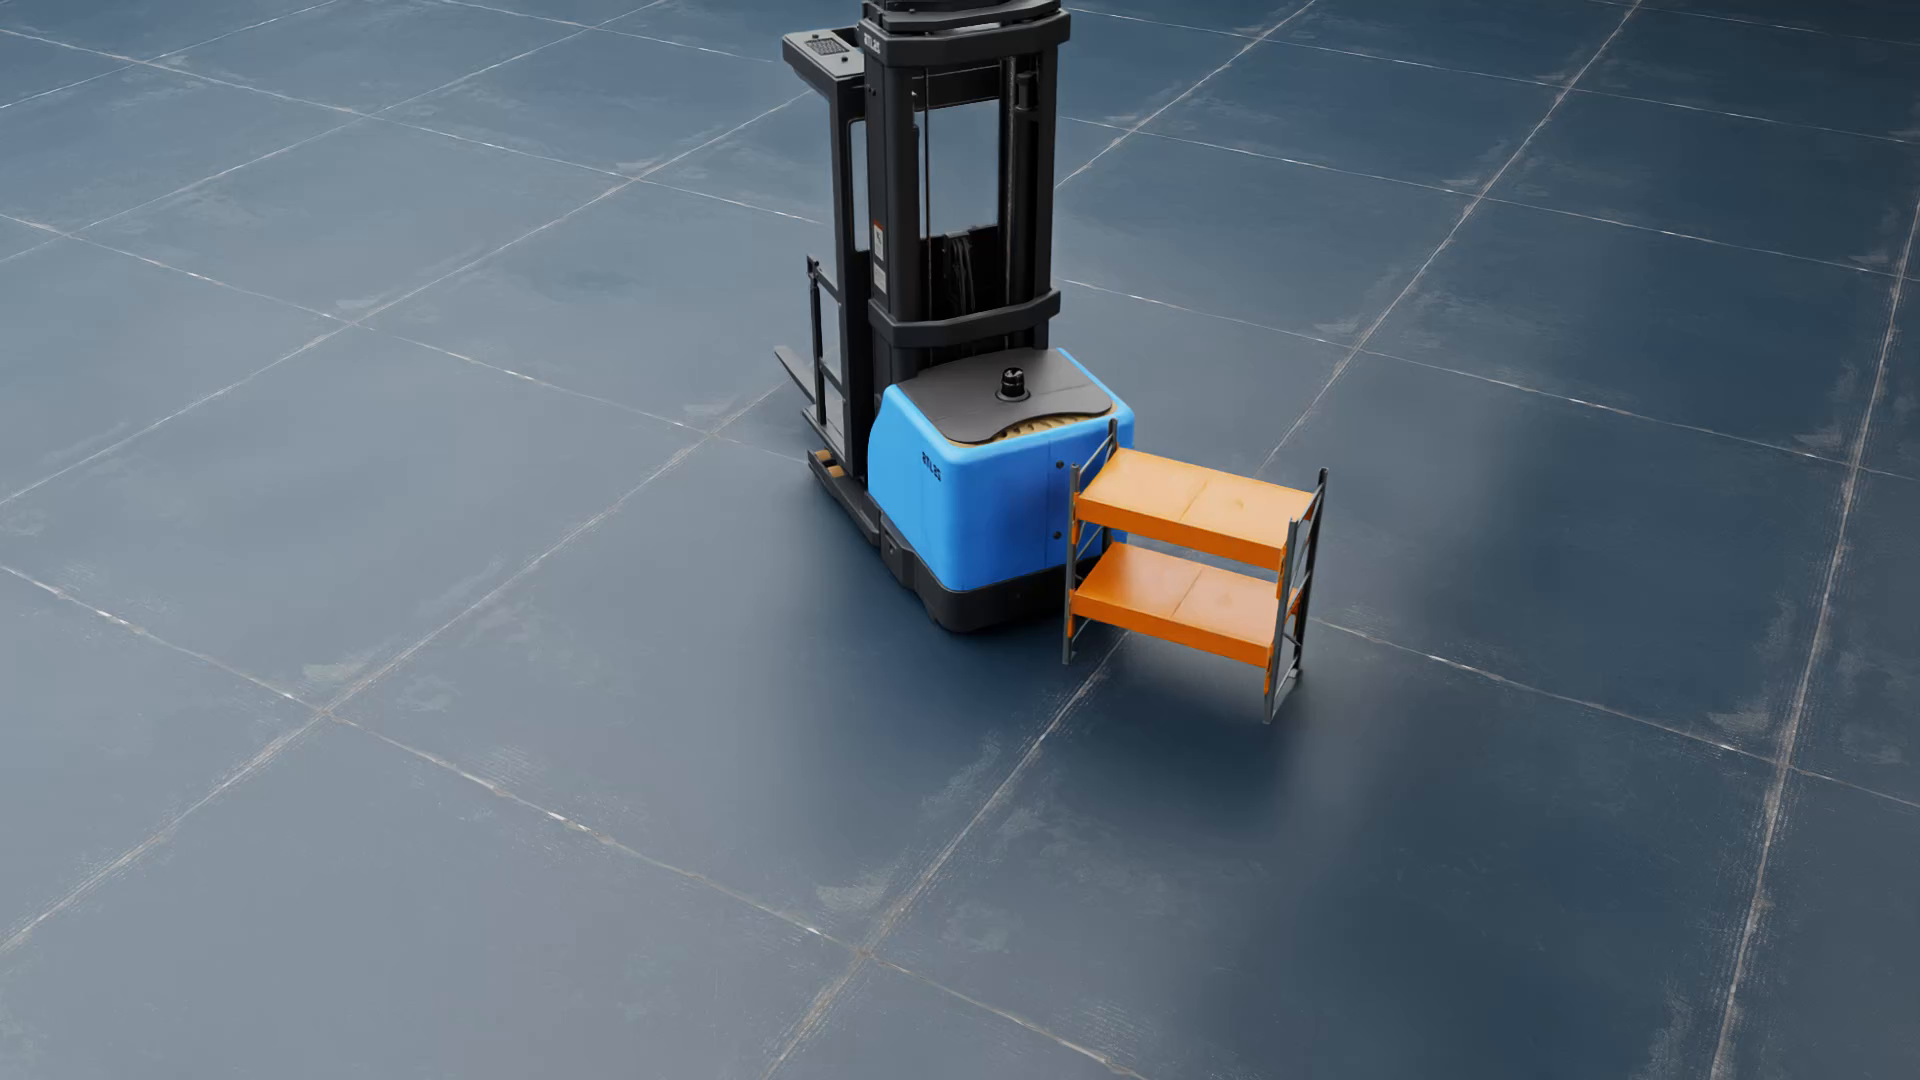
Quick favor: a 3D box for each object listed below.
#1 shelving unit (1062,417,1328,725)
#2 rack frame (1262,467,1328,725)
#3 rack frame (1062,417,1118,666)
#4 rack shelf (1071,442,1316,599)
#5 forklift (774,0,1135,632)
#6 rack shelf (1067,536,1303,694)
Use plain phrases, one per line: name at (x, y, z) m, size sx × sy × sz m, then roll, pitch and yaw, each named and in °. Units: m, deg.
shelving unit at (1.077, 0.141, 7.795) m, size 1.048 × 1.125 × 0.538 m, roll 15°, pitch 37°, yaw 22°
rack frame at (1.533, 0.266, 7.607) m, size 0.032 × 1.125 × 0.500 m, roll 15°, pitch 37°, yaw 22°
rack frame at (0.622, 0.016, 7.983) m, size 0.032 × 1.125 × 0.500 m, roll 15°, pitch 37°, yaw 22°
rack shelf at (1.077, -0.103, 7.633) m, size 1.000 × 0.278 × 0.538 m, roll 15°, pitch 37°, yaw 22°
forklift at (-0.218, -1.568, 8.731) m, size 1.130 × 2.935 × 3.031 m, roll -15°, pitch 36°, yaw -21°
rack shelf at (1.077, 0.344, 7.930) m, size 1.000 × 0.278 × 0.538 m, roll 15°, pitch 37°, yaw 22°
